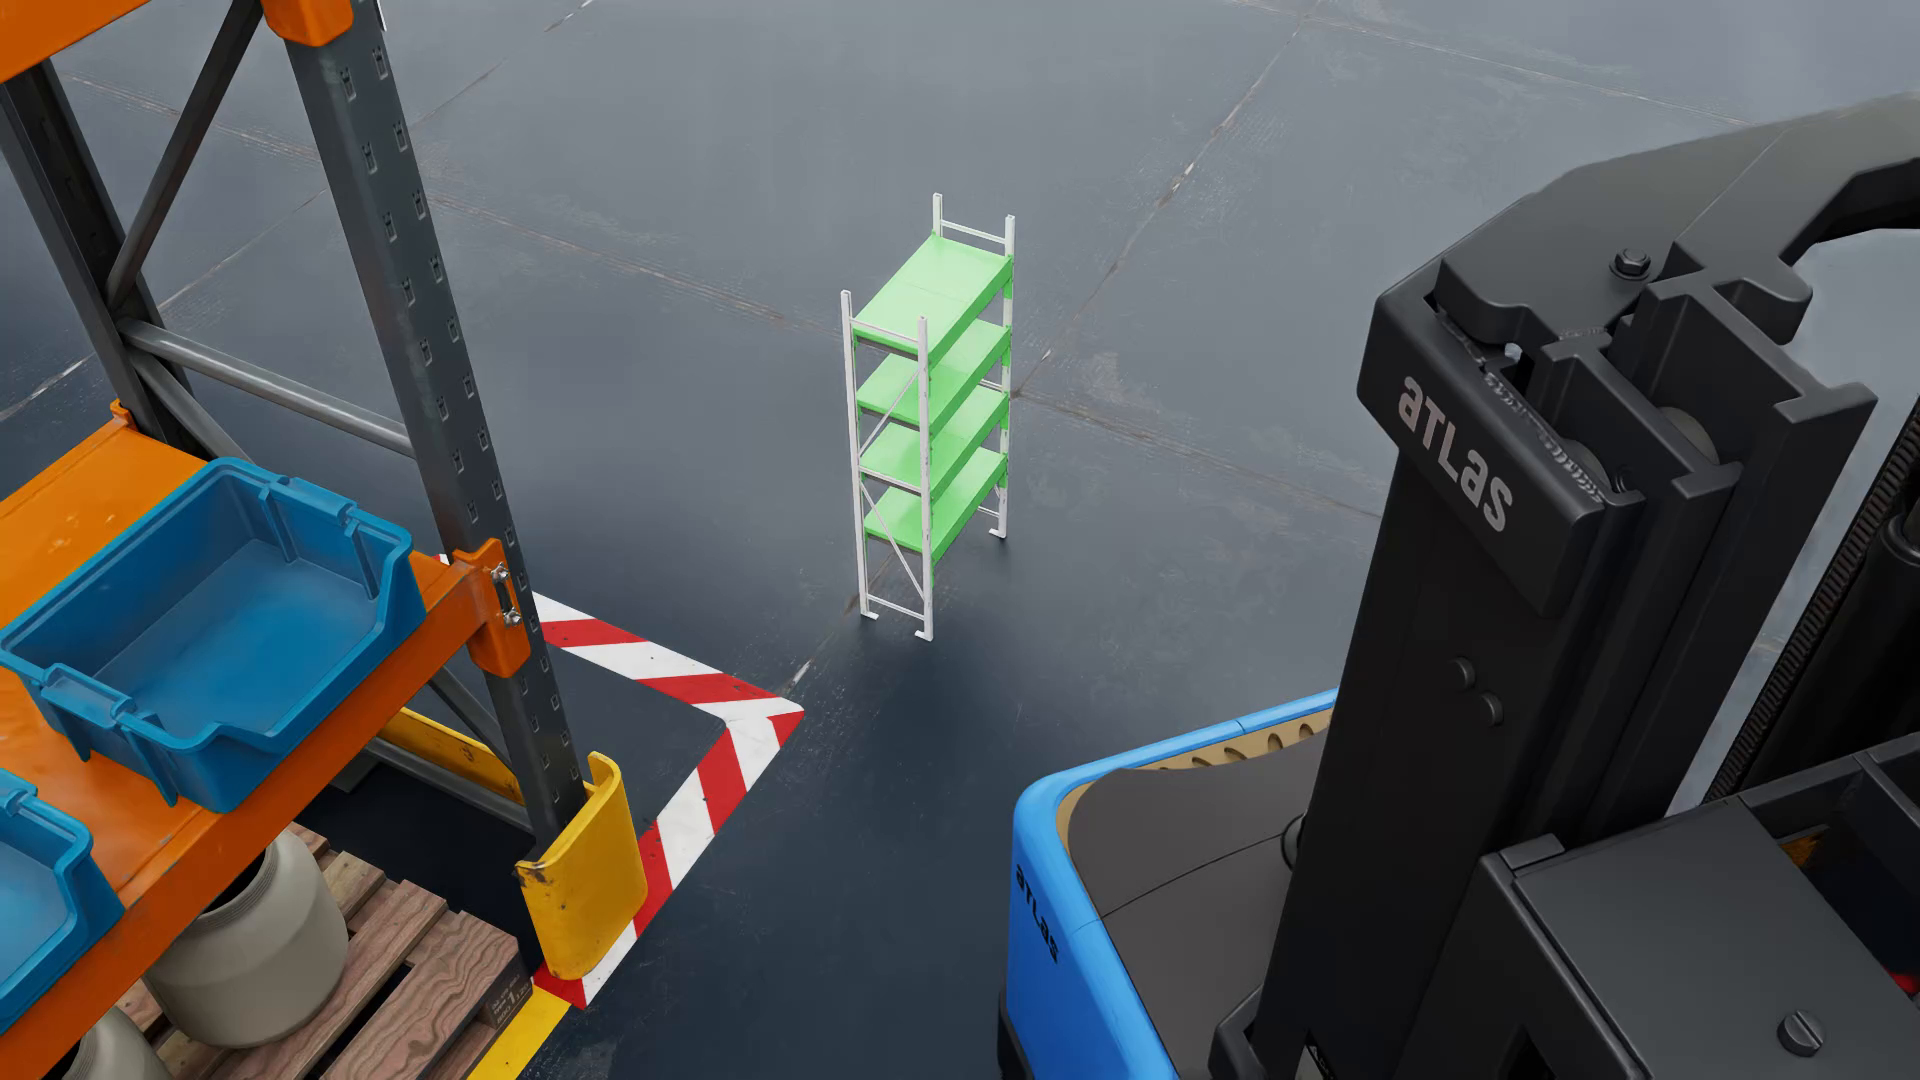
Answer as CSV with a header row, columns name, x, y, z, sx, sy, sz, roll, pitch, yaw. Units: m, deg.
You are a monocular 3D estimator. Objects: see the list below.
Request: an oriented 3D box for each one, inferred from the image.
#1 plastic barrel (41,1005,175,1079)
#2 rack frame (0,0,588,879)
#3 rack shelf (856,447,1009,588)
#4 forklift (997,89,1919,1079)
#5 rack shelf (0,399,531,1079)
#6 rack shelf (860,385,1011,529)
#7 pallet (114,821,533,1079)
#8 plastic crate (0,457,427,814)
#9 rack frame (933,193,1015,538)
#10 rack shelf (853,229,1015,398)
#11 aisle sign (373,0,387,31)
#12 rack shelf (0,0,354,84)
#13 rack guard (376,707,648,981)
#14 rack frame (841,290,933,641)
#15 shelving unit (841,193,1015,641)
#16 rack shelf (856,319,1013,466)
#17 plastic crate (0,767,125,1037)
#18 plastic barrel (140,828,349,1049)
name,x,y,z,sx,sy,sz,roll,pitch,yaw
plastic barrel,-1.866,1.182,3.427,0.421,0.512,0.421,0,45,0
rack frame,-1.395,-0.300,3.438,1.000,3.000,0.127,20,49,19
rack shelf,-0.077,-0.104,4.936,0.258,0.148,0.480,20,49,19
forklift,1.074,1.074,2.128,1.130,2.935,3.031,-15,47,-14
rack shelf,-2.323,1.212,2.448,1.077,0.370,4.000,20,49,19
rack shelf,-0.077,-0.273,4.766,0.258,0.148,0.480,20,49,19
pallet,-1.771,1.253,3.863,1.003,0.211,1.213,20,49,19
plastic crate,-1.362,0.166,3.081,0.499,0.251,0.616,20,49,19
rack frame,0.036,-0.471,4.872,0.240,1.200,0.015,20,49,19
rack shelf,-0.077,-0.610,4.424,0.258,0.148,0.480,20,49,19
aisle sign,-1.099,-1.161,2.461,0.394,0.787,0.004,20,49,19
rack shelf,-2.323,0.158,1.382,1.077,0.370,4.000,20,49,19
rack guard,-1.389,0.642,4.264,1.175,0.500,0.348,20,49,19
rack frame,-0.190,-0.164,4.568,0.240,1.200,0.015,20,49,19
shelving unit,-0.077,-0.317,4.720,0.258,1.200,0.503,20,49,19
rack shelf,-0.077,-0.441,4.595,0.258,0.148,0.480,20,49,19
plastic crate,-1.669,0.573,2.679,0.499,0.251,0.408,20,49,19
plastic barrel,-1.633,0.866,3.739,0.421,0.512,0.421,0,45,0
